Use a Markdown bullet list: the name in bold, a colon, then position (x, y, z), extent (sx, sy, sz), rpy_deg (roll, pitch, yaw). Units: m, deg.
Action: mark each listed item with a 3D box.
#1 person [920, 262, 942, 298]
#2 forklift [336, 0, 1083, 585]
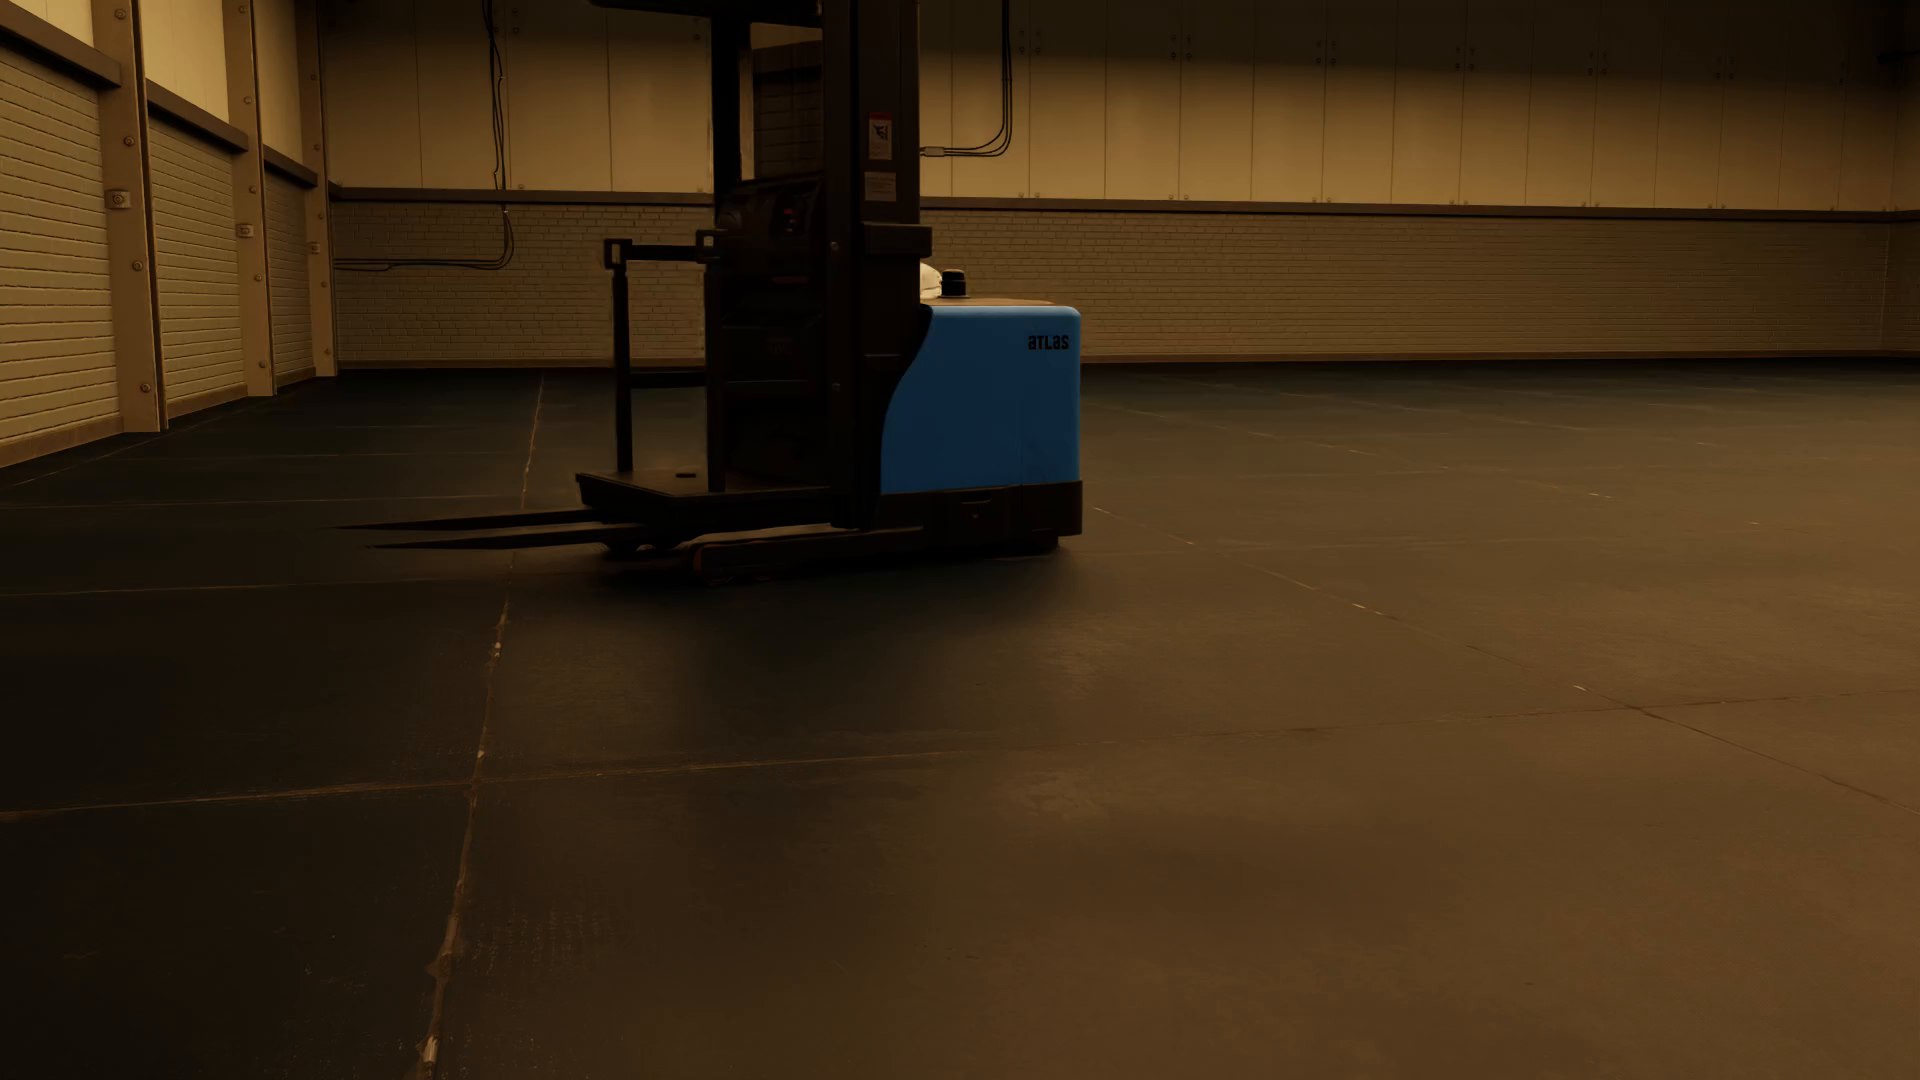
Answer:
- **person**: position (-0.270, -0.938, 9.032), extent (0.698, 1.537, 0.722), rpy_deg (-5, 9, -32)
- **forklift**: position (-0.978, -1.358, 6.839), extent (3.031, 2.935, 1.130), rpy_deg (-5, 9, -32)
